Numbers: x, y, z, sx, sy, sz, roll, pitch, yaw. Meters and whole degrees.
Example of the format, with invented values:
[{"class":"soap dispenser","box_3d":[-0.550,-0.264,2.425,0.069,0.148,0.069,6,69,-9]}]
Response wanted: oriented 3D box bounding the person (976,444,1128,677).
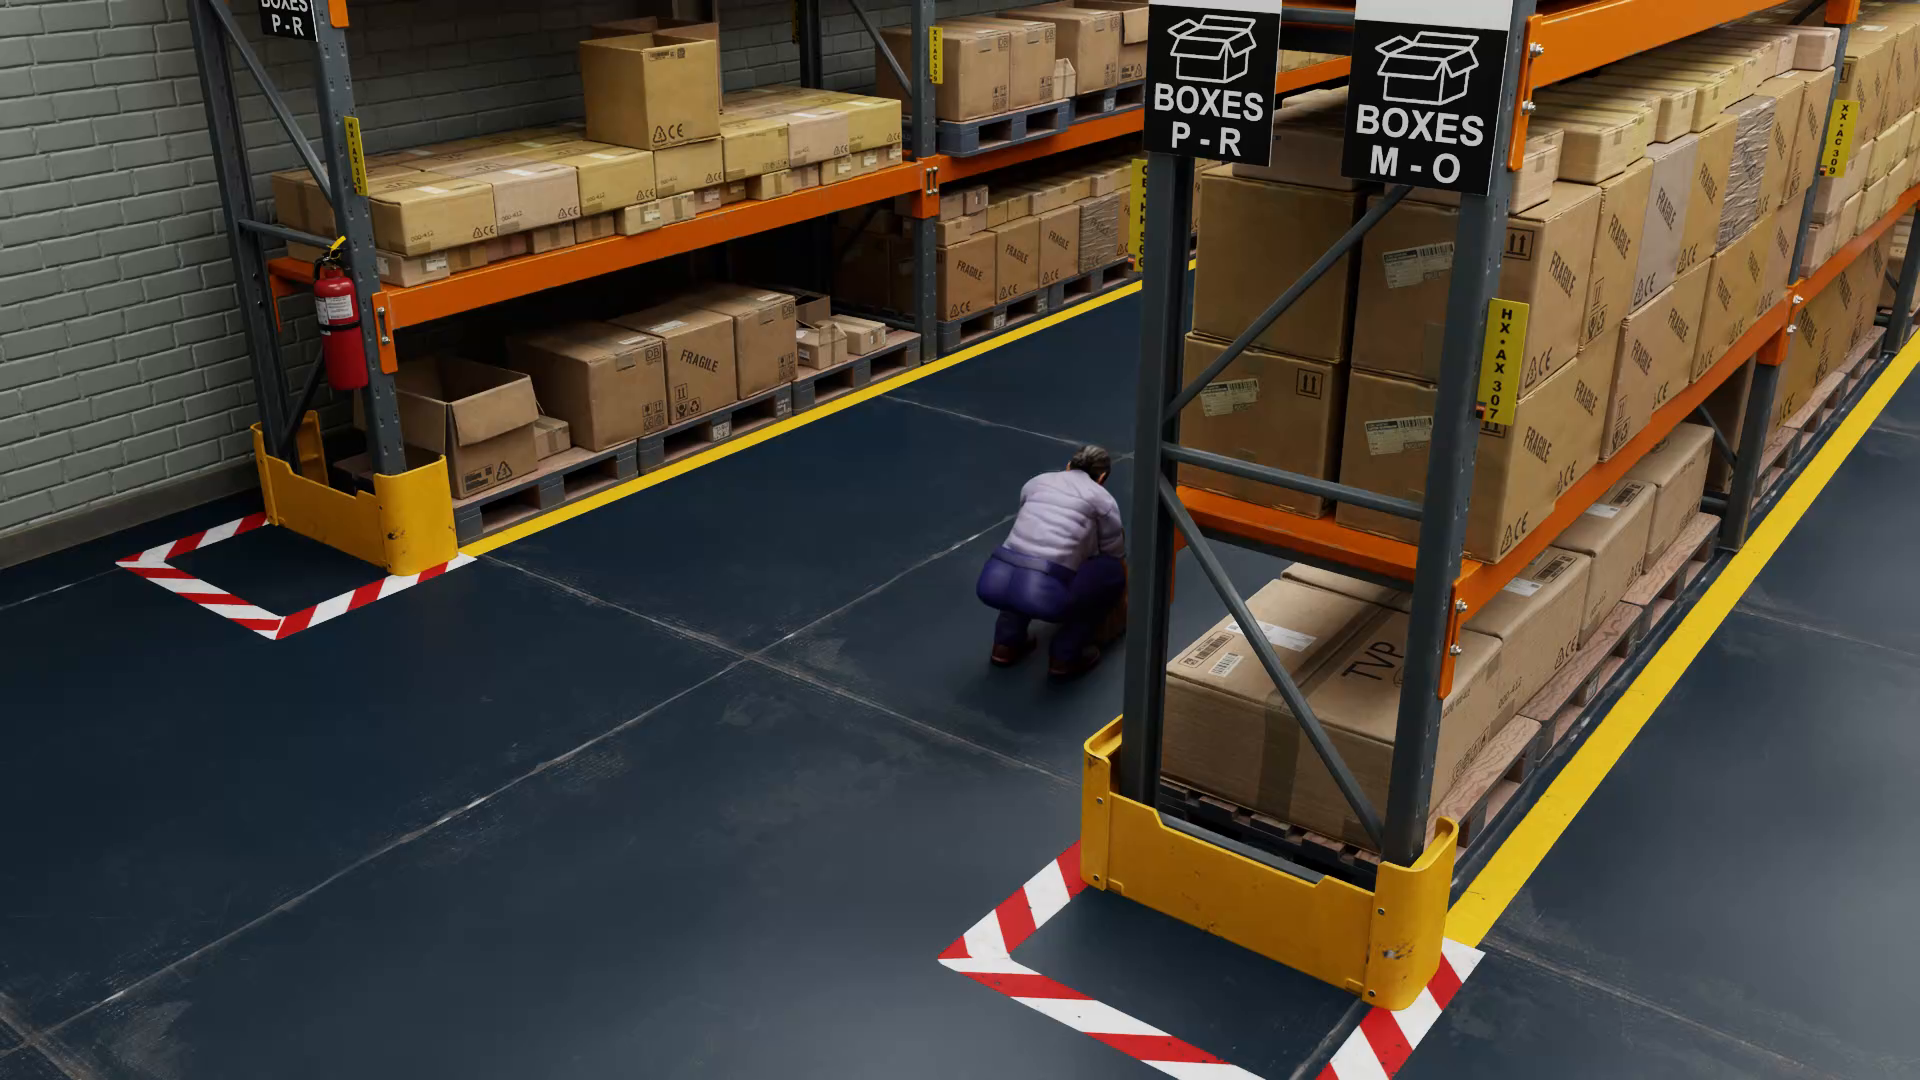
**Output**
[{"class":"person","box_3d":[0.406,0.098,6.922,0.517,0.834,0.814,17,29,33]}]
